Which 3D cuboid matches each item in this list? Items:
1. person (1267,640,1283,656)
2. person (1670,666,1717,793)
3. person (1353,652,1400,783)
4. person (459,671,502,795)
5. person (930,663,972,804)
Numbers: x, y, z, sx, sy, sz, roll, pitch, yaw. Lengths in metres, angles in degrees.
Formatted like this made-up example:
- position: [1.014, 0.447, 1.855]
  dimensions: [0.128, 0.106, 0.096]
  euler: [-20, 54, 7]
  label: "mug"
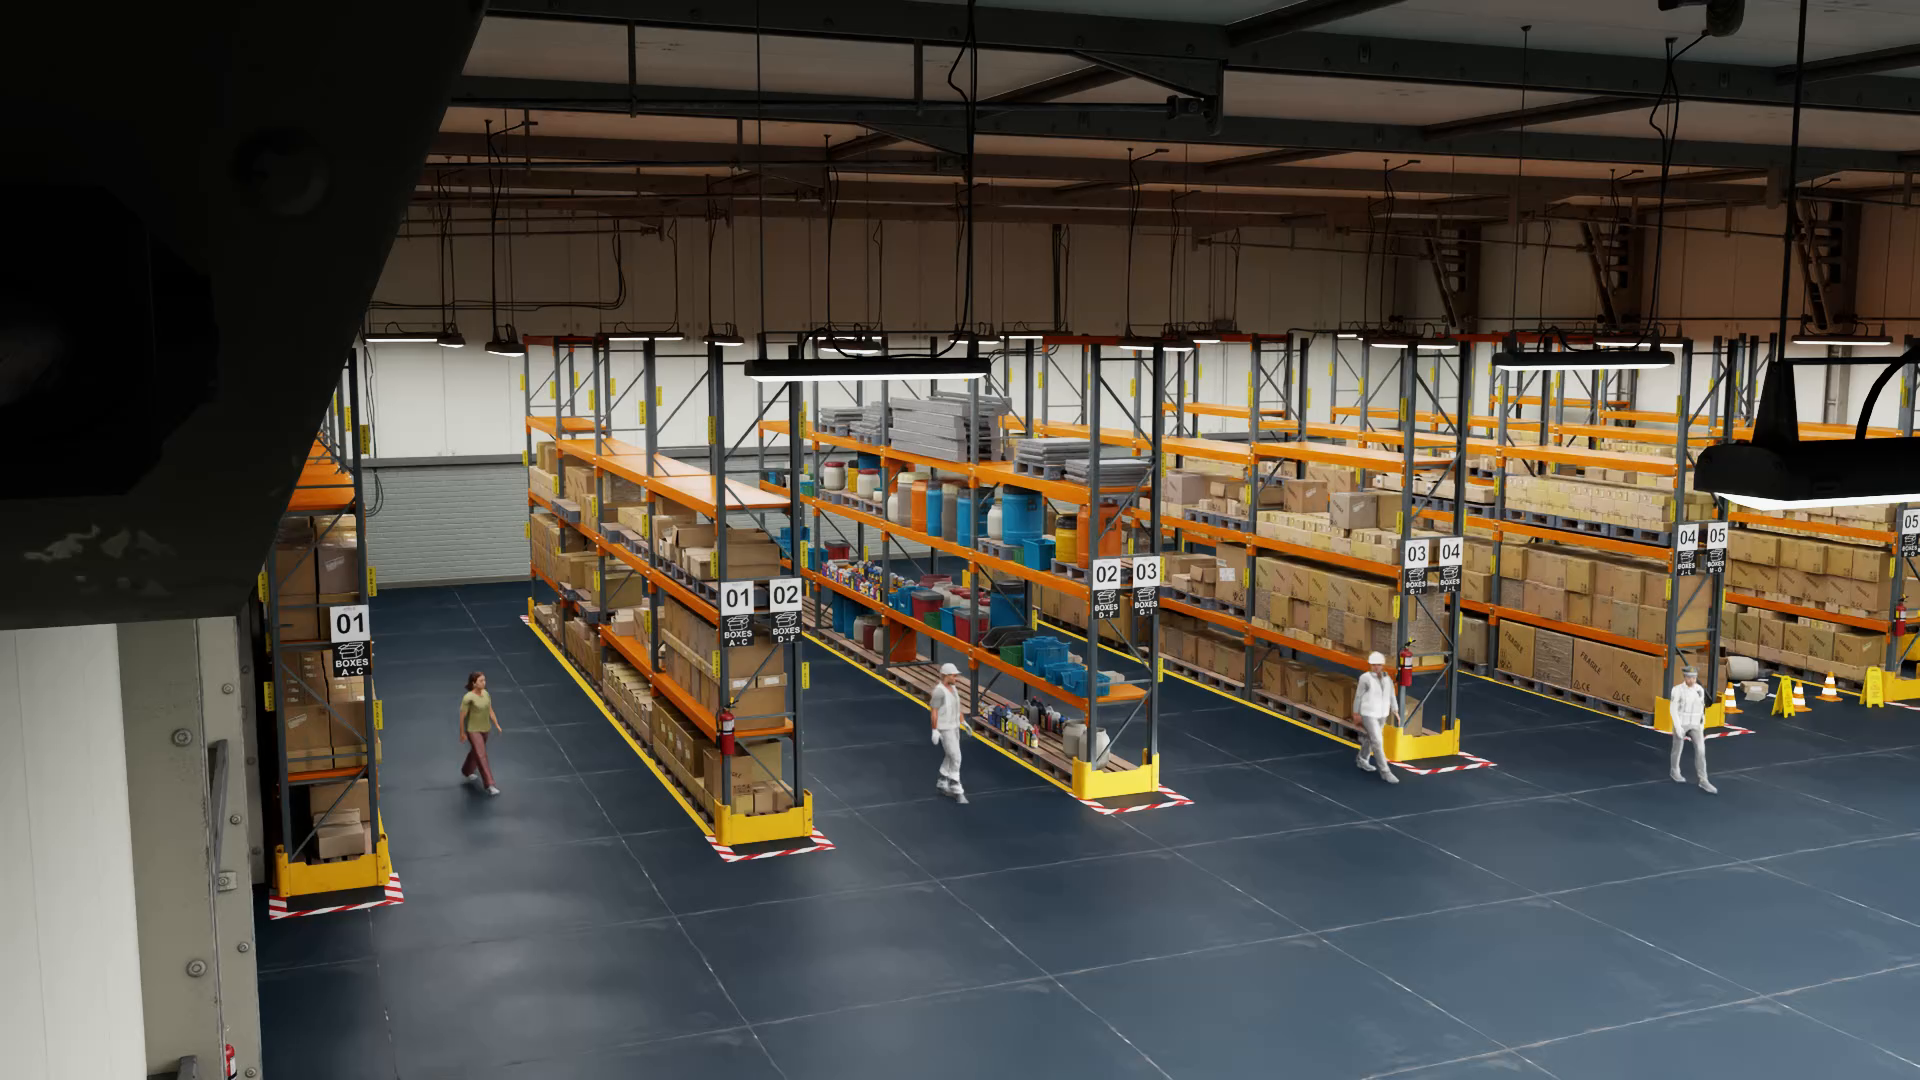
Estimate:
- position: [6.034, 1.280, 31.583]
  dimensions: [0.590, 1.719, 0.748]
  euler: [-3, 8, -24]
  label: "person"
- position: [9.869, 2.522, 22.470]
  dimensions: [0.526, 1.629, 0.851]
  euler: [1, 8, 5]
  label: "person"
- position: [5.775, 2.405, 22.933]
  dimensions: [0.568, 1.734, 0.924]
  euler: [-4, 9, -28]
  label: "person"
- position: [-6.458, 2.549, 22.341]
  dimensions: [1.106, 1.602, 0.522]
  euler: [7, 10, 41]
  label: "person"
- position: [-0.081, 2.552, 21.998]
  dimensions: [0.586, 1.833, 0.565]
  euler: [4, 8, 25]
  label: "person"
